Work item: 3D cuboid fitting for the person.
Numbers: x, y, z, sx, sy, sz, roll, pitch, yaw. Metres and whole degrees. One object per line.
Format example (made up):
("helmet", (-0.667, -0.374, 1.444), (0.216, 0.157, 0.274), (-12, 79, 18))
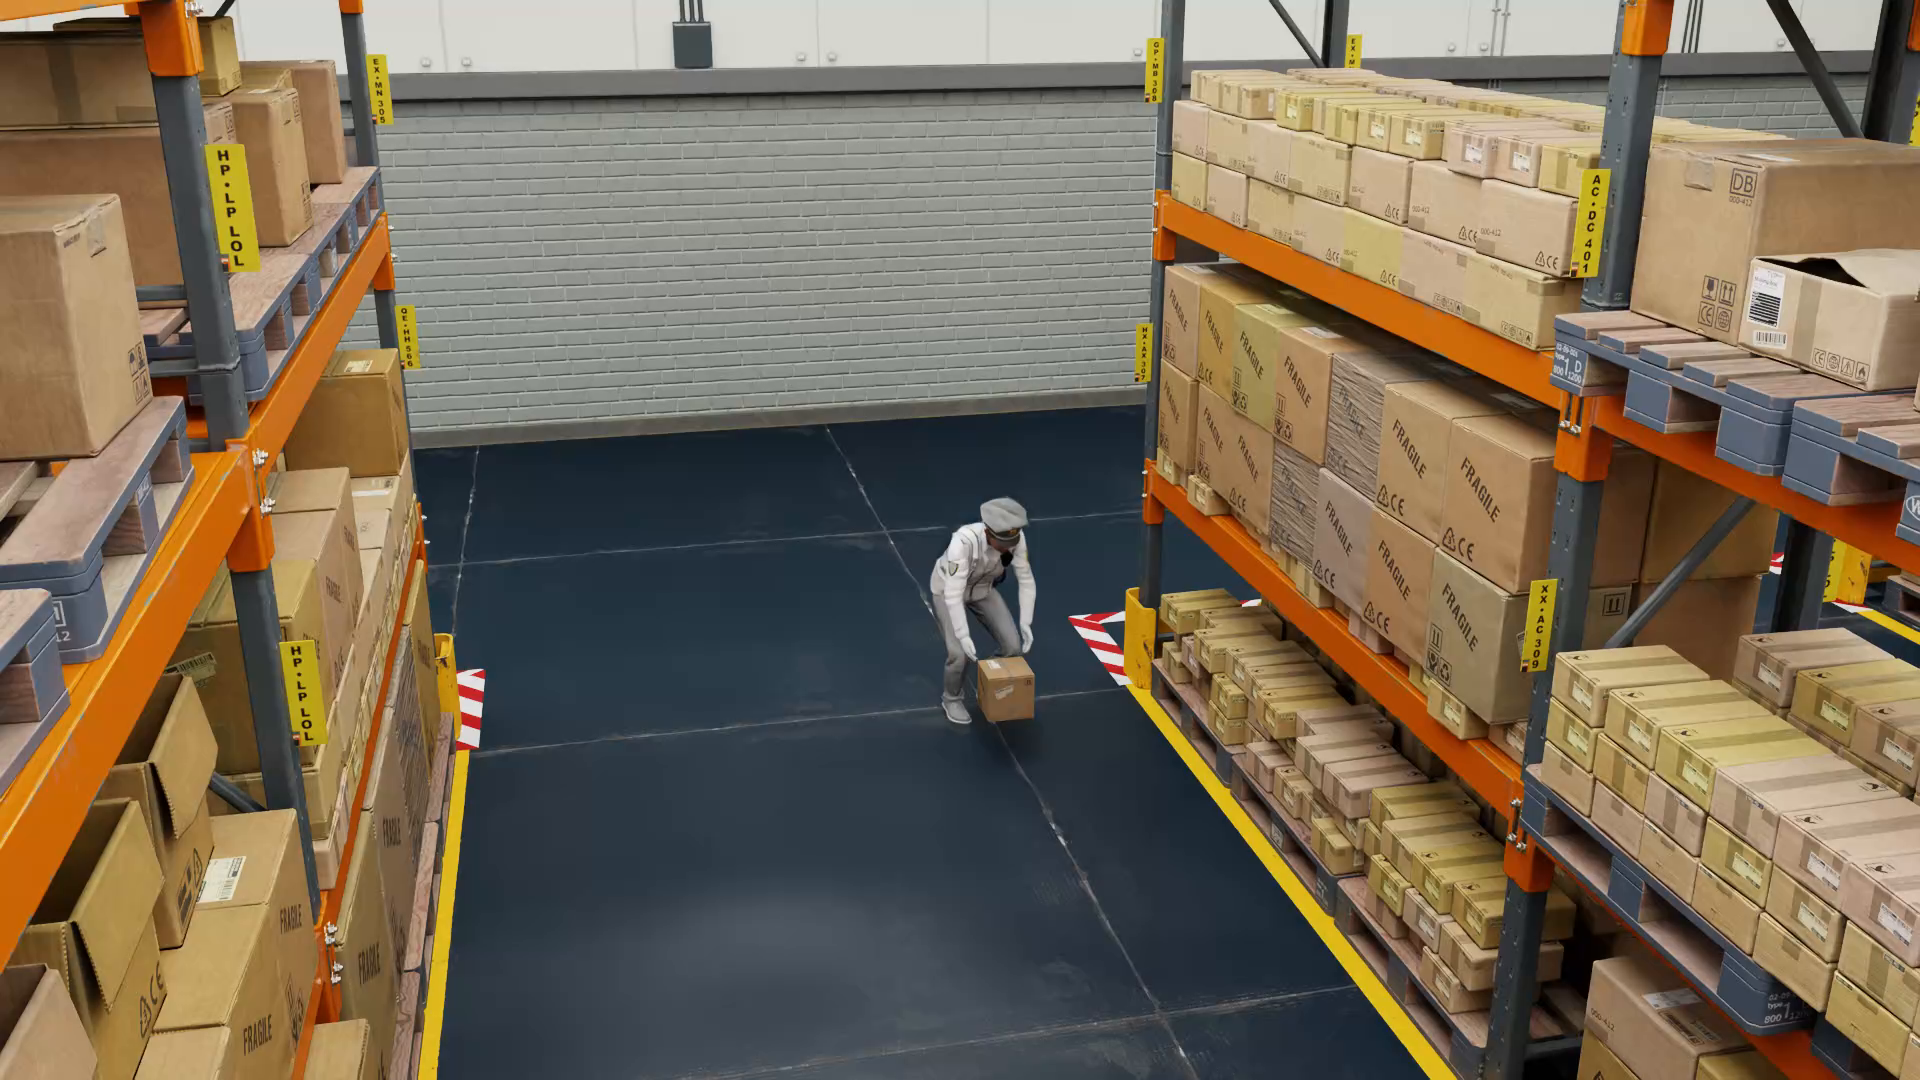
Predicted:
("person", (0.134, 0.357, 9.093), (0.534, 1.322, 0.737), (-8, 21, -21))
